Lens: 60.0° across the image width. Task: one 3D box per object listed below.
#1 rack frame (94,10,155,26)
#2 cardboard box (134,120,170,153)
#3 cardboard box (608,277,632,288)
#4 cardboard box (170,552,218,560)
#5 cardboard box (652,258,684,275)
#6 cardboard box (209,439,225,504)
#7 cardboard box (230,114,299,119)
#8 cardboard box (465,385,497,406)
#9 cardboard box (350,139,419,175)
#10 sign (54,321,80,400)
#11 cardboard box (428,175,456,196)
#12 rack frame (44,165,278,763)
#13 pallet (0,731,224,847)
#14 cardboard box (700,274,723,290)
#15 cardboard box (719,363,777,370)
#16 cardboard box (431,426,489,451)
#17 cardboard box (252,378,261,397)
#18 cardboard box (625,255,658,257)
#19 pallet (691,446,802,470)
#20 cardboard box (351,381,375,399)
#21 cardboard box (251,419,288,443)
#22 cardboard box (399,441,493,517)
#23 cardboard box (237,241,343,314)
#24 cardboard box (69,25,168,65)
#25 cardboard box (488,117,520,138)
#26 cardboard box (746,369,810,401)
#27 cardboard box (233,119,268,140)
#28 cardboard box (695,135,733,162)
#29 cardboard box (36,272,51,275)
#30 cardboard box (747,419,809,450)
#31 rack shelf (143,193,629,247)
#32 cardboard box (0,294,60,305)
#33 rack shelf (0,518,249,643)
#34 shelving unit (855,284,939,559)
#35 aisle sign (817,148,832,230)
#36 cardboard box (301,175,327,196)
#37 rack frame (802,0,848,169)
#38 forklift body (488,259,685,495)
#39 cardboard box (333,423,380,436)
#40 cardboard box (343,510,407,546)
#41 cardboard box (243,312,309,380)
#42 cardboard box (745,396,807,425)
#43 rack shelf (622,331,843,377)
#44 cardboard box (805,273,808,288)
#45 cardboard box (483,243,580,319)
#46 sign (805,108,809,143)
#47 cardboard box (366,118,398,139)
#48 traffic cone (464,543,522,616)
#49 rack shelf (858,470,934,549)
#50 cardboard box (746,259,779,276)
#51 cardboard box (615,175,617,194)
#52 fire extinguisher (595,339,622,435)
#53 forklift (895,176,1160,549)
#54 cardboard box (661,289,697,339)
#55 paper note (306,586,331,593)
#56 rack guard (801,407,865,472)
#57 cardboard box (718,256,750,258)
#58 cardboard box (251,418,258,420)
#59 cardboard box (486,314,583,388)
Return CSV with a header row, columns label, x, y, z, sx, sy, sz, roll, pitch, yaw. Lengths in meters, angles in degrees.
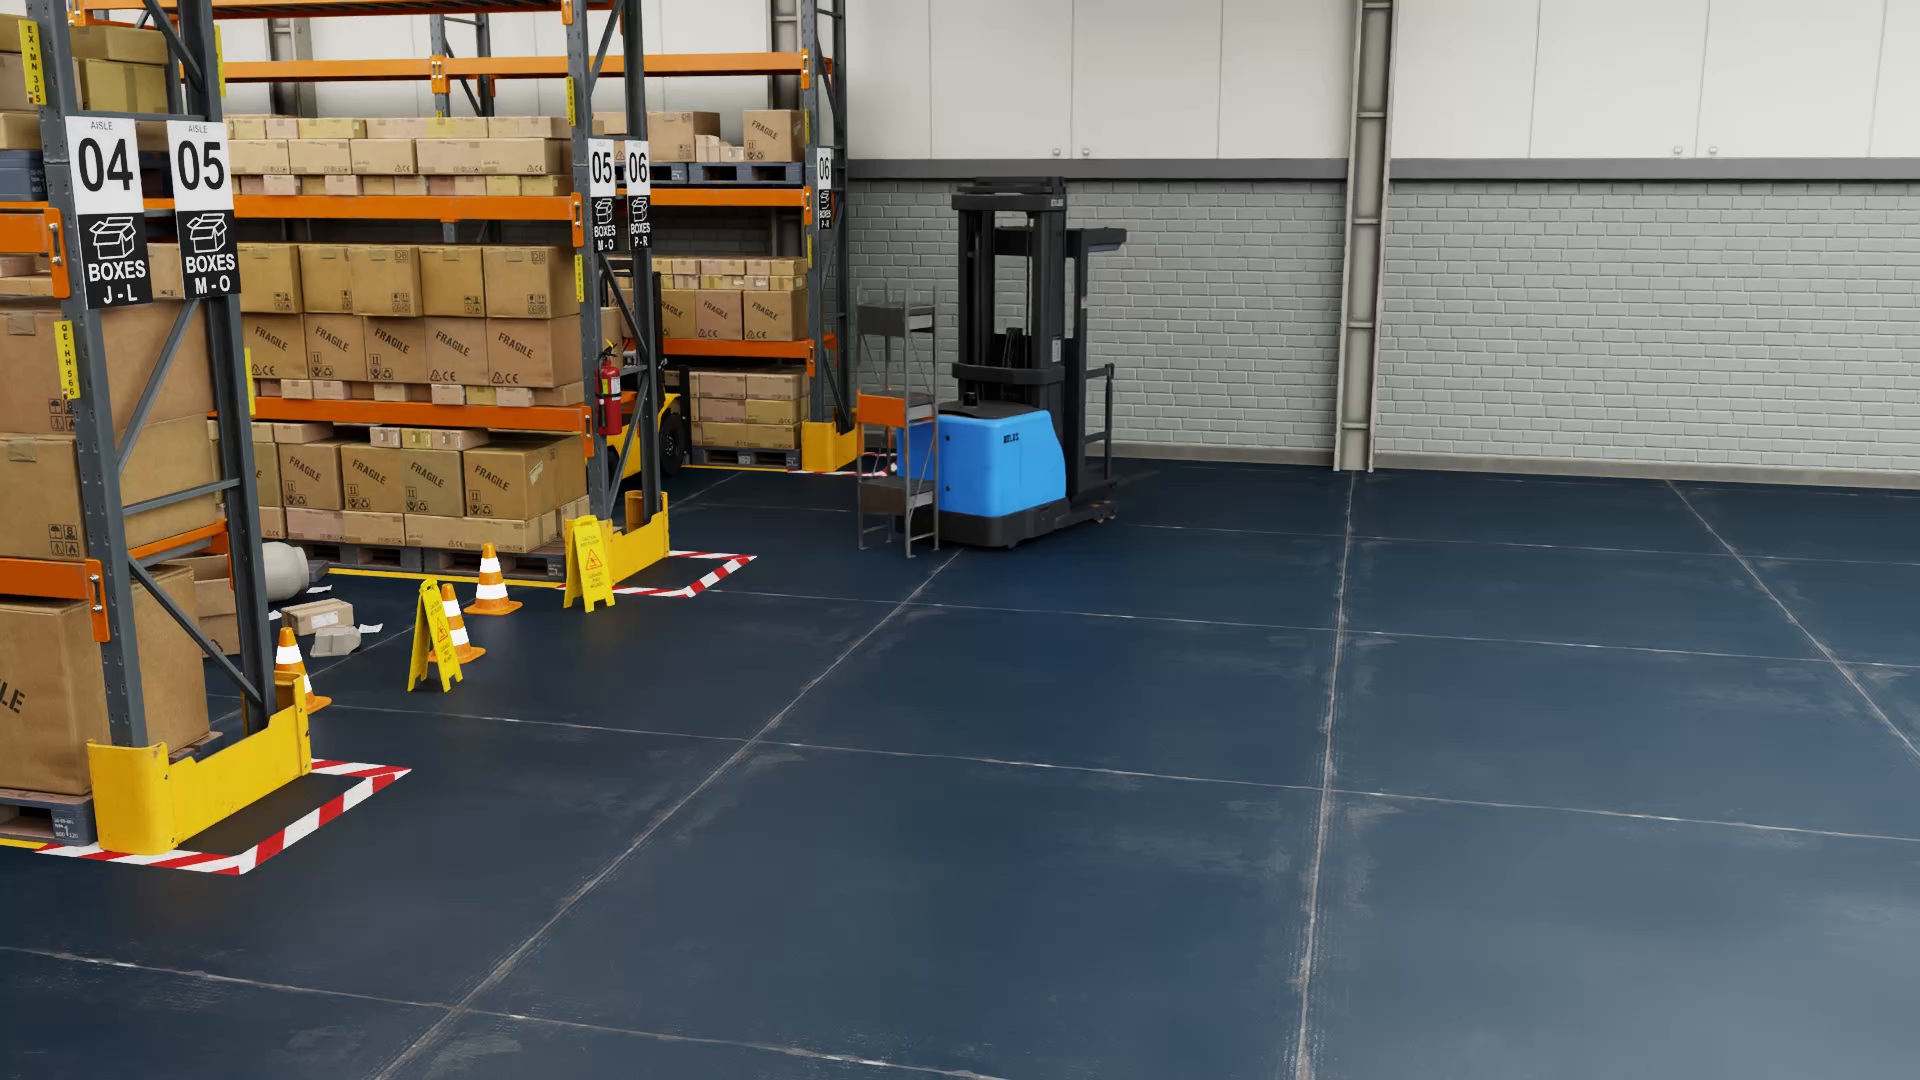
label,x,y,z,sx,sy,sz,roll,pitch,yaw
rack frame,-9.105,-5.623,18.304,0.127,3.000,1.000,3,13,14
cardboard box,-3.868,-1.870,7.691,0.250,0.149,0.380,3,13,14
cardboard box,-3.479,-2.696,17.232,0.250,0.149,0.380,3,13,12
cardboard box,-5.693,0.118,12.042,0.500,0.500,0.500,-9,15,-35
cardboard box,-3.000,-2.810,17.057,0.250,0.149,0.380,3,13,15
cardboard box,-5.899,-0.584,13.090,0.500,0.500,0.500,4,13,16
cardboard box,-7.472,-4.320,17.923,0.500,0.500,0.500,3,13,15
cardboard box,-3.455,-1.095,12.323,0.250,0.149,0.380,3,13,13
cardboard box,-4.078,-2.794,12.136,0.500,0.250,0.500,3,13,15
sign,-3.755,-0.757,6.999,0.005,0.325,0.100,3,13,14
cardboard box,-3.667,-2.591,12.141,0.250,0.149,0.380,3,13,14
rack frame,-3.612,-0.189,7.661,0.127,3.000,1.000,3,13,14
pallet,-4.407,1.147,8.076,1.213,0.211,1.003,3,13,14
cardboard box,-2.473,-2.653,17.036,0.250,0.149,0.380,3,13,13
cardboard box,-2.246,-1.720,17.632,0.500,0.250,0.500,3,13,14
cardboard box,-3.737,-0.772,12.440,0.250,0.149,0.380,3,13,15
cardboard box,-5.424,-1.207,12.828,0.250,0.149,0.380,3,13,15
cardboard box,-3.366,-2.952,17.697,0.250,0.149,0.380,3,13,15
pallet,-2.091,-0.949,17.523,1.213,0.211,1.003,3,13,14
cardboard box,-4.418,-1.171,12.665,0.250,0.149,0.380,3,13,14
cardboard box,-5.293,-0.856,12.815,0.250,0.149,0.380,4,13,16
cardboard box,-3.872,-0.477,12.607,0.500,0.500,0.500,4,13,16
cardboard box,-5.061,-1.994,12.569,0.500,0.500,0.700,3,13,12
cardboard box,-3.860,-2.258,7.601,0.250,0.149,0.380,3,13,14
cardboard box,-3.164,-2.943,11.889,0.250,0.149,0.380,3,13,15
cardboard box,-1.860,-1.588,17.038,0.500,0.250,0.500,4,13,15
cardboard box,-5.165,-3.045,12.345,0.250,0.149,0.380,3,13,12
cardboard box,-2.462,-3.924,16.681,0.258,0.266,0.396,3,13,14
cardboard box,-7.280,-1.953,13.722,0.500,0.500,0.500,3,13,14
cardboard box,-1.870,-1.100,17.145,0.500,0.250,0.500,3,13,14
rack shelf,-4.466,-2.452,12.598,4.000,0.370,1.077,3,13,14
cardboard box,-4.519,-0.826,7.693,0.550,0.550,0.875,3,13,14
rack shelf,-5.554,0.058,8.207,4.000,0.370,1.077,3,13,14
shelving unit,-0.494,-0.944,13.140,0.503,2.100,0.431,9,15,36
aisle sign,-1.345,-3.483,16.507,0.004,0.787,0.394,3,13,14
cardboard box,-4.664,-2.637,12.347,0.250,0.149,0.380,3,13,14
rack frame,-1.338,-5.208,16.433,0.127,3.000,1.000,3,13,14
forklift body,-3.617,-1.580,15.889,1.214,2.155,2.313,3,13,14
cardboard box,-4.779,-0.645,13.364,0.500,0.500,0.500,4,13,17
cardboard box,-4.384,-0.138,12.809,0.500,0.250,0.500,3,13,12
cardboard box,-5.070,-1.506,12.677,0.500,0.500,0.500,3,13,13
cardboard box,-1.886,-1.346,17.098,0.500,0.250,0.500,3,13,13
rack shelf,-3.280,-2.032,17.628,4.000,0.370,1.077,3,13,14
cardboard box,-1.606,-2.717,17.326,0.250,0.149,0.380,3,13,12
cardboard box,-3.072,-1.898,12.138,0.500,0.500,0.700,3,13,12
sign,-1.482,-4.024,16.159,0.005,0.325,0.100,3,13,14
cardboard box,-4.134,-3.010,12.189,0.250,0.149,0.380,3,13,12
traffic cone,-3.251,0.252,11.529,0.334,0.463,0.336,3,13,14
rack shelf,-0.494,-0.247,13.294,0.480,0.518,0.431,9,15,36
cardboard box,-1.984,-2.771,16.881,0.250,0.149,0.380,3,13,14
cardboard box,-2.768,-2.663,12.464,0.250,0.149,0.380,3,13,14
fire extinguisher,-2.523,-1.095,11.922,0.183,0.674,0.296,3,13,14
forklift,0.728,-1.628,14.305,1.130,2.935,3.031,9,15,34
cardboard box,-2.878,-2.354,17.187,0.500,0.500,0.500,3,13,12
paper note,-4.651,0.354,12.070,0.148,0.019,0.142,-1,13,-6
rack guard,-1.315,-1.058,17.347,0.348,0.500,1.175,3,13,14
cardboard box,-2.356,-2.900,17.464,0.250,0.149,0.380,3,13,14
cardboard box,-7.867,-1.673,18.861,0.625,0.625,0.875,3,13,15
cardboard box,-3.117,-1.400,12.199,0.500,0.500,0.500,3,13,13
